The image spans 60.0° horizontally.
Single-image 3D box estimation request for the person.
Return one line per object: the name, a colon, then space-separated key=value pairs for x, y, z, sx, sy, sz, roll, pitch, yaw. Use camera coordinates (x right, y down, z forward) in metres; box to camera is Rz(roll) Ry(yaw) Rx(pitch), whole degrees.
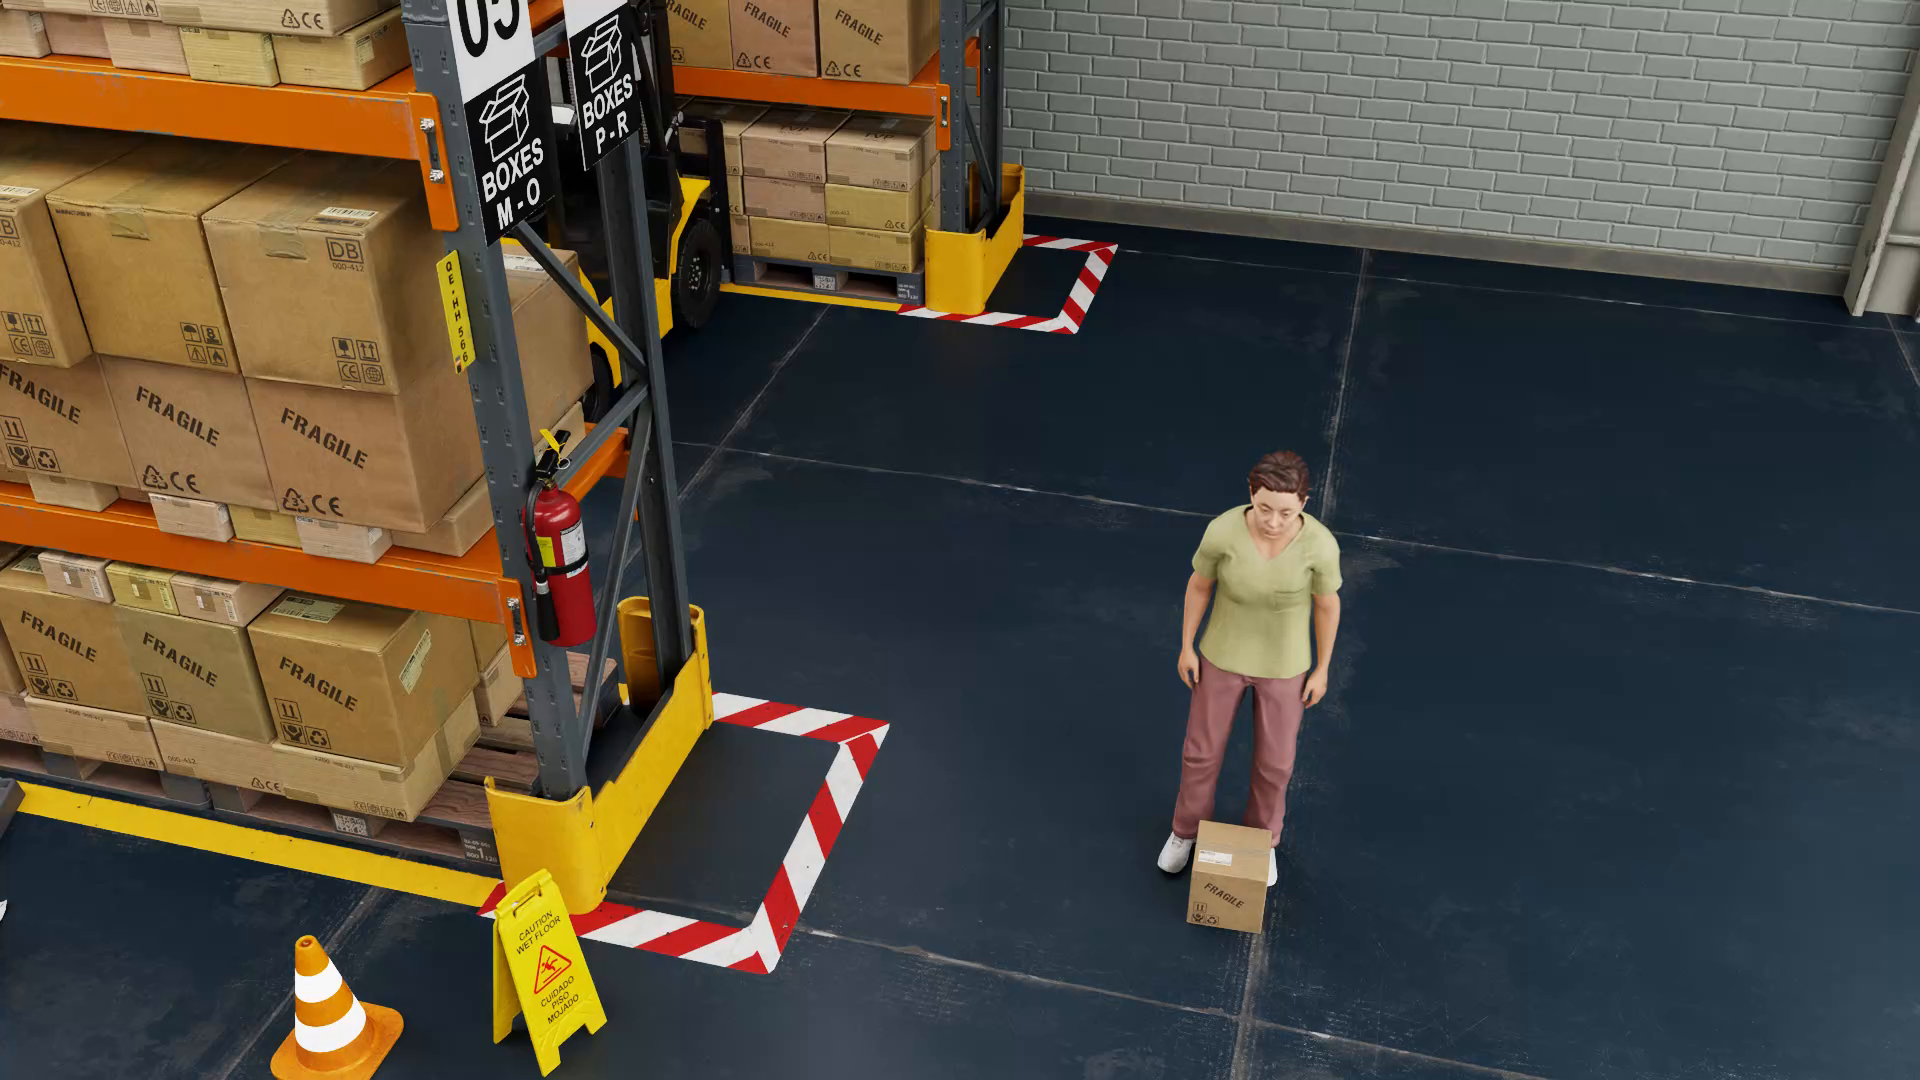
person: x=0.968 y=0.428 z=5.498 sx=0.499 sy=1.652 sz=0.358 roll=8 pitch=34 yaw=13
